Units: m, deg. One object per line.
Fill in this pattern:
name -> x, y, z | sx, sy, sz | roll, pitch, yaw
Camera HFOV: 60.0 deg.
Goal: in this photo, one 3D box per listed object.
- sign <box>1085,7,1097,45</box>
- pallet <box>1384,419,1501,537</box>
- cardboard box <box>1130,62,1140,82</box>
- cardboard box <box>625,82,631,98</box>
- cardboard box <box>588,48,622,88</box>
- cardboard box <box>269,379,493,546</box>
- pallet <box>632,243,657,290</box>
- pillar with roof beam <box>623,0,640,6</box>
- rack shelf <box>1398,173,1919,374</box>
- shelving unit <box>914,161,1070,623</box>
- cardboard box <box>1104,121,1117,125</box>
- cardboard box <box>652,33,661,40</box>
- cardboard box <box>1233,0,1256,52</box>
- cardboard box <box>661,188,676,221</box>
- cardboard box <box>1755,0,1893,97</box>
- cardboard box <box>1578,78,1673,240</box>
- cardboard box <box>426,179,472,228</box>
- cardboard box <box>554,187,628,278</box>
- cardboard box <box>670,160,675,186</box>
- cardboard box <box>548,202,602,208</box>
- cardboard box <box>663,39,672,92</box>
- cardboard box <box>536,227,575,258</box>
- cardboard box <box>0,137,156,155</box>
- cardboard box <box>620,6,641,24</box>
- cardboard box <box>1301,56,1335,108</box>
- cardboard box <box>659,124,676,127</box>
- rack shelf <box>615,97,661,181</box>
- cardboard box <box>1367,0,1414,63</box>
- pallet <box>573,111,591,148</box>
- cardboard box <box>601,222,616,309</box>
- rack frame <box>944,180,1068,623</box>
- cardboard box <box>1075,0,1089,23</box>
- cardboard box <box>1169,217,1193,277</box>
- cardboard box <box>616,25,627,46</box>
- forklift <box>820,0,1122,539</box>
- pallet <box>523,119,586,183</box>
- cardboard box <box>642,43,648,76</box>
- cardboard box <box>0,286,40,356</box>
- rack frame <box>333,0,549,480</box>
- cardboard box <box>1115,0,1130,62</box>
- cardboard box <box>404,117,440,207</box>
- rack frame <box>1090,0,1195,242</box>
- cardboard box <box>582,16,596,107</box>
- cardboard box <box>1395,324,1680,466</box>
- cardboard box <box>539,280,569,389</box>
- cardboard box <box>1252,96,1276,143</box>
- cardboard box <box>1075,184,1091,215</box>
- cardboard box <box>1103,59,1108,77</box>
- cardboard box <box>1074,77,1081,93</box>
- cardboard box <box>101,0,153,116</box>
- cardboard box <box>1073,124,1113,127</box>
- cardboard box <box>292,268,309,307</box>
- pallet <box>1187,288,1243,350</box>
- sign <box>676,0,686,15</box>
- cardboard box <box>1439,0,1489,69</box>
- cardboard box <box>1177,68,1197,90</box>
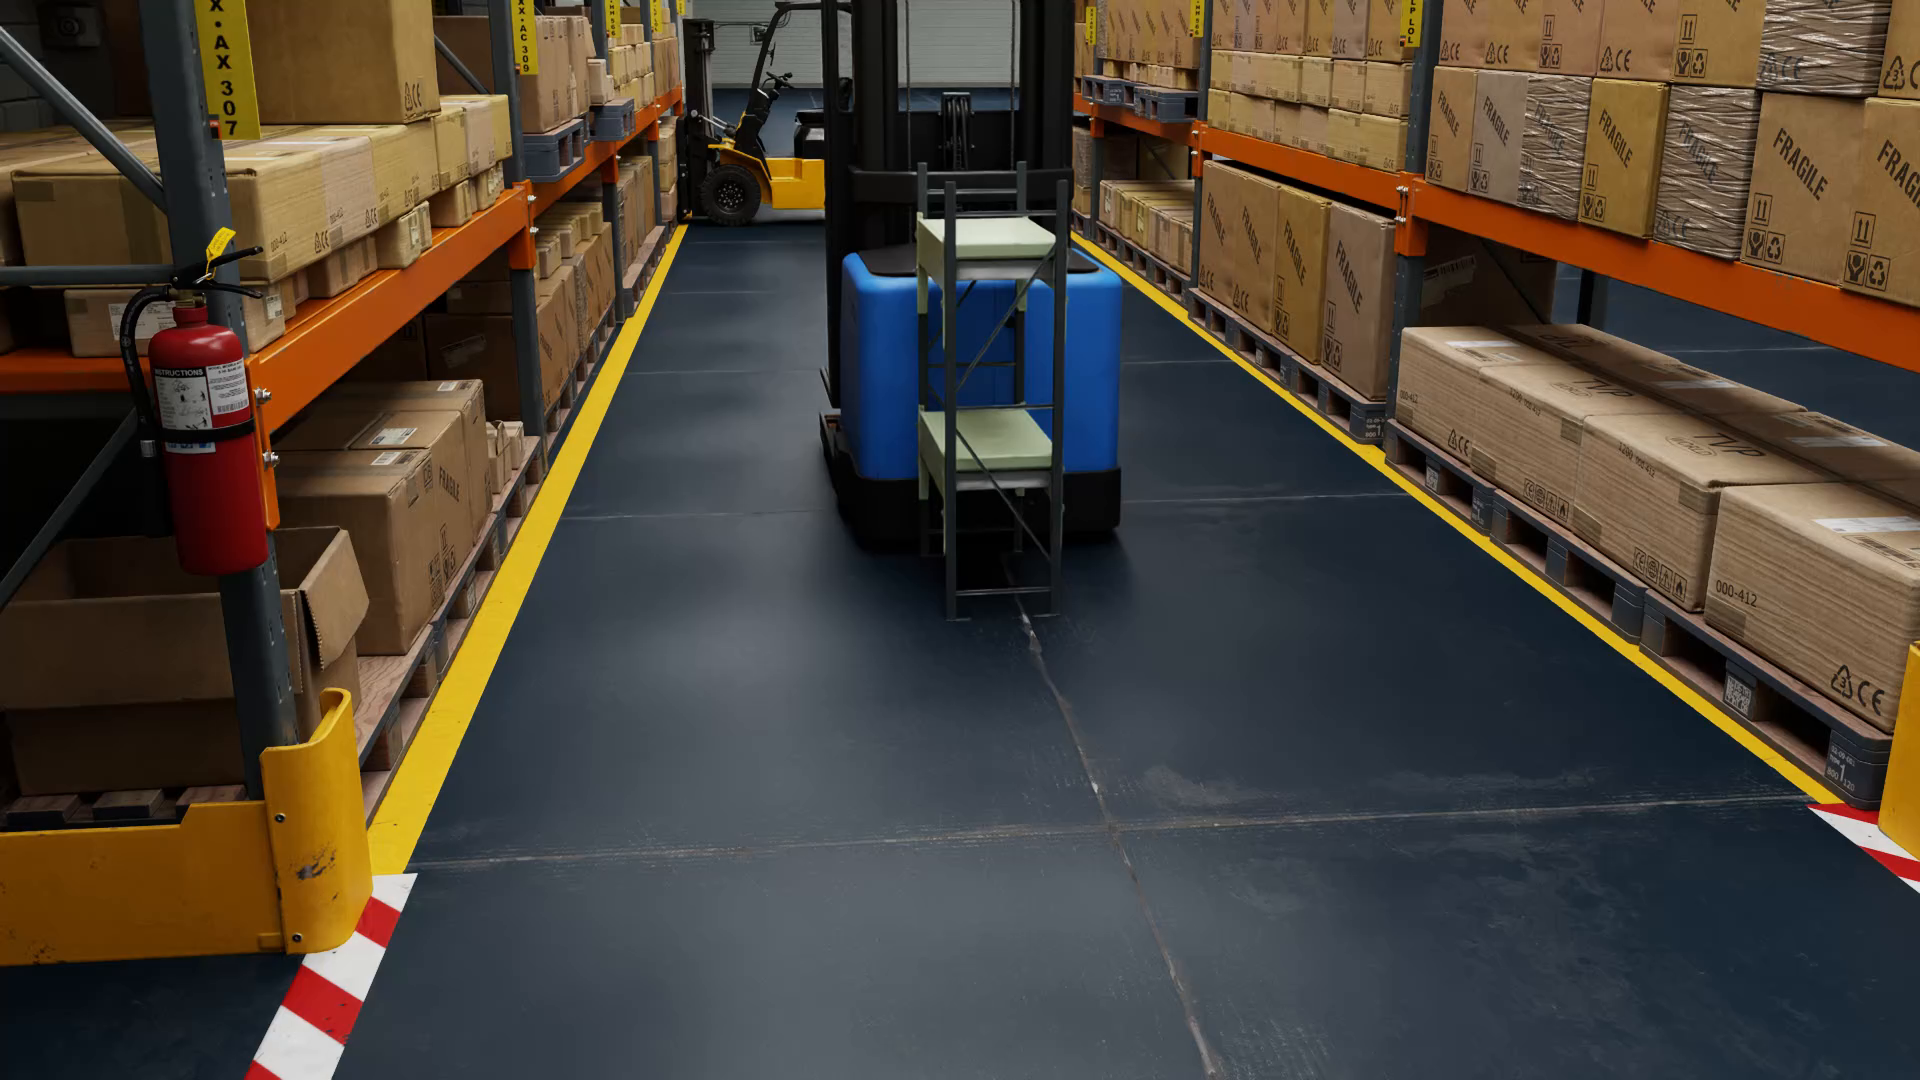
sign -> 1.186, -4.641, 15.007 | 0.100, 0.325, 0.005 | -2, 18, -6
pallet -> 2.550, -0.304, 7.294 | 1.003, 0.211, 1.213 | -2, 18, -6
cardboard box -> 1.574, -3.764, 13.377 | 0.380, 0.149, 0.250 | -1, 17, -4
cardboard box -> -2.709, -3.272, 12.343 | 0.500, 0.250, 0.500 | -2, 18, -7
cardboard box -> -2.578, -3.208, 11.305 | 0.500, 0.250, 0.500 | -2, 18, -6
cardboard box -> -2.100, -0.276, 6.019 | 0.700, 0.500, 0.500 | -2, 18, -8
pallet -> -2.968, -2.180, 13.267 | 1.003, 0.211, 1.213 | -2, 18, -6
pillar with roof beam -> -1.405, -11.620, 28.665 | 9.100, 9.000, 0.400 | -2, 18, -6
rack shelf -> 2.756, -0.925, 5.815 | 1.077, 0.370, 4.000 | -2, 18, -6
shelving unit -> 0.097, -0.548, 5.917 | 0.431, 1.500, 0.755 | -2, 18, -8
cardboard box -> 1.756, -4.149, 17.521 | 0.500, 0.500, 0.500 | -2, 18, -7
cardboard box -> -3.018, -4.783, 15.653 | 0.380, 0.149, 0.250 | -1, 17, -4
cardboard box -> 2.006, -3.278, 10.275 | 0.500, 0.500, 0.500 | -2, 18, -5
cardboard box -> -2.933, -3.136, 15.546 | 0.500, 0.250, 0.500 | -2, 18, -5
cardboard box -> 2.593, -1.488, 4.572 | 0.500, 0.500, 0.500 | -2, 18, -5
cardboard box -> 2.483, -1.312, 5.680 | 0.500, 0.500, 0.500 | -1, 17, -4
cardboard box -> -1.949, -1.194, 5.893 | 0.380, 0.149, 0.250 | -2, 18, -6
cardboard box -> -2.850, -2.155, 11.796 | 0.875, 0.625, 0.625 | -1, 17, -4
cardboard box -> -3.009, -3.523, 15.947 | 0.500, 0.250, 0.500 | -2, 18, -6
cardboard box -> -2.497, -2.079, 10.680 | 0.380, 0.149, 0.250 | -3, 18, -8
cardboard box -> -3.153, -4.737, 16.590 | 0.500, 0.500, 0.500 | -2, 18, -5
cardboard box -> -2.388, -1.683, 9.419 | 0.380, 0.149, 0.250 | -3, 18, -8
cardboard box -> -2.338, -0.870, 4.195 | 0.500, 0.250, 0.500 | -2, 18, -5
cardboard box -> -2.950, -4.696, 14.881 | 0.380, 0.149, 0.250 | -1, 17, -5
cardboard box -> 2.144, -2.457, 8.912 | 0.500, 0.250, 0.500 | -1, 17, -4
cardboard box -> -3.102, -4.069, 16.851 | 0.500, 0.250, 0.500 | -2, 18, -7
rack shelf -> -3.006, -3.154, 12.915 | 1.077, 0.370, 4.000 | -2, 18, -6
cardboard box -> 2.254, -2.514, 7.840 | 0.500, 0.500, 0.500 | -1, 17, -4
pallet -> -2.595, -2.230, 9.093 | 1.003, 0.211, 1.213 | -2, 18, -6
cardboard box -> -2.542, -1.789, 10.841 | 0.500, 0.500, 0.500 | -1, 17, -4
rack frame -> 0.149, -0.439, 5.572 | 0.400, 1.500, 0.023 | -2, 18, -8
cardboard box -> 1.627, -5.809, 17.840 | 0.700, 0.500, 0.500 | -2, 18, -5
cardboard box -> 2.089, -2.171, 12.269 | 0.950, 0.372, 0.625 | -3, 18, -9
cardboard box -> -2.683, -3.746, 12.353 | 0.380, 0.149, 0.250 | -1, 17, -4
forklift -> -0.085, -1.799, 7.512 | 1.130, 2.935, 3.031 | -2, 18, -8
pallet -> -2.361, -1.859, 7.911 | 1.003, 0.211, 1.213 | -2, 18, -6
cardboard box -> -2.847, -3.968, 13.725 | 0.500, 0.250, 0.500 | -2, 18, -7
cardboard box -> -2.276, -0.488, 3.643 | 0.380, 0.149, 0.250 | -2, 18, -6
rack frame -> -2.387, -1.709, 7.114 | 1.000, 3.000, 0.127 | -2, 18, -6
cardboard box -> 1.577, -4.192, 13.656 | 0.500, 0.500, 0.500 | -2, 18, -6
cardboard box -> -1.935, -1.184, 5.195 | 0.500, 0.250, 0.500 | -2, 18, -7
rack frame -> 1.725, -4.247, 15.198 | 1.000, 3.000, 0.127 | -2, 18, -6
cardboard box -> -2.447, -2.670, 9.300 | 0.797, 0.503, 0.637 | -2, 18, -7
cardboard box -> 2.508, -0.651, 7.320 | 0.875, 0.438, 0.875 | -2, 18, -6
cardboard box -> -2.278, -1.026, 8.411 | 0.500, 0.500, 0.500 | -2, 18, -6
cardboard box -> 2.056, -2.521, 9.951 | 0.500, 0.250, 0.500 | -1, 17, -4
cardboard box -> 1.396, -3.303, 16.081 | 0.500, 0.250, 0.500 | -1, 17, -3
cardboard box -> 1.467, -4.153, 14.617 | 0.380, 0.149, 0.250 | -2, 17, -5
cardboard box -> 1.280, -4.516, 16.474 | 0.380, 0.149, 0.250 | -2, 18, -6
cardboard box -> -2.498, -1.685, 5.540 | 0.500, 0.500, 0.500 | -2, 18, -7
cardboard box -> 1.289, -3.965, 16.936 | 0.500, 0.500, 0.500 | -1, 17, -3
cardboard box -> -1.869, -0.656, 4.177 | 0.380, 0.149, 0.250 | -2, 18, -6
pallet -> 2.143, -1.488, 11.064 | 1.003, 0.211, 1.213 | -2, 18, -6
sign -> -3.084, -5.963, 18.333 | 0.100, 0.325, 0.005 | -2, 18, -6
cardboard box -> 2.358, -2.239, 6.965 | 0.500, 0.500, 0.500 | -2, 18, -5
cardboard box -> 1.770, -3.304, 11.912 | 0.380, 0.149, 0.250 | -2, 17, -5
